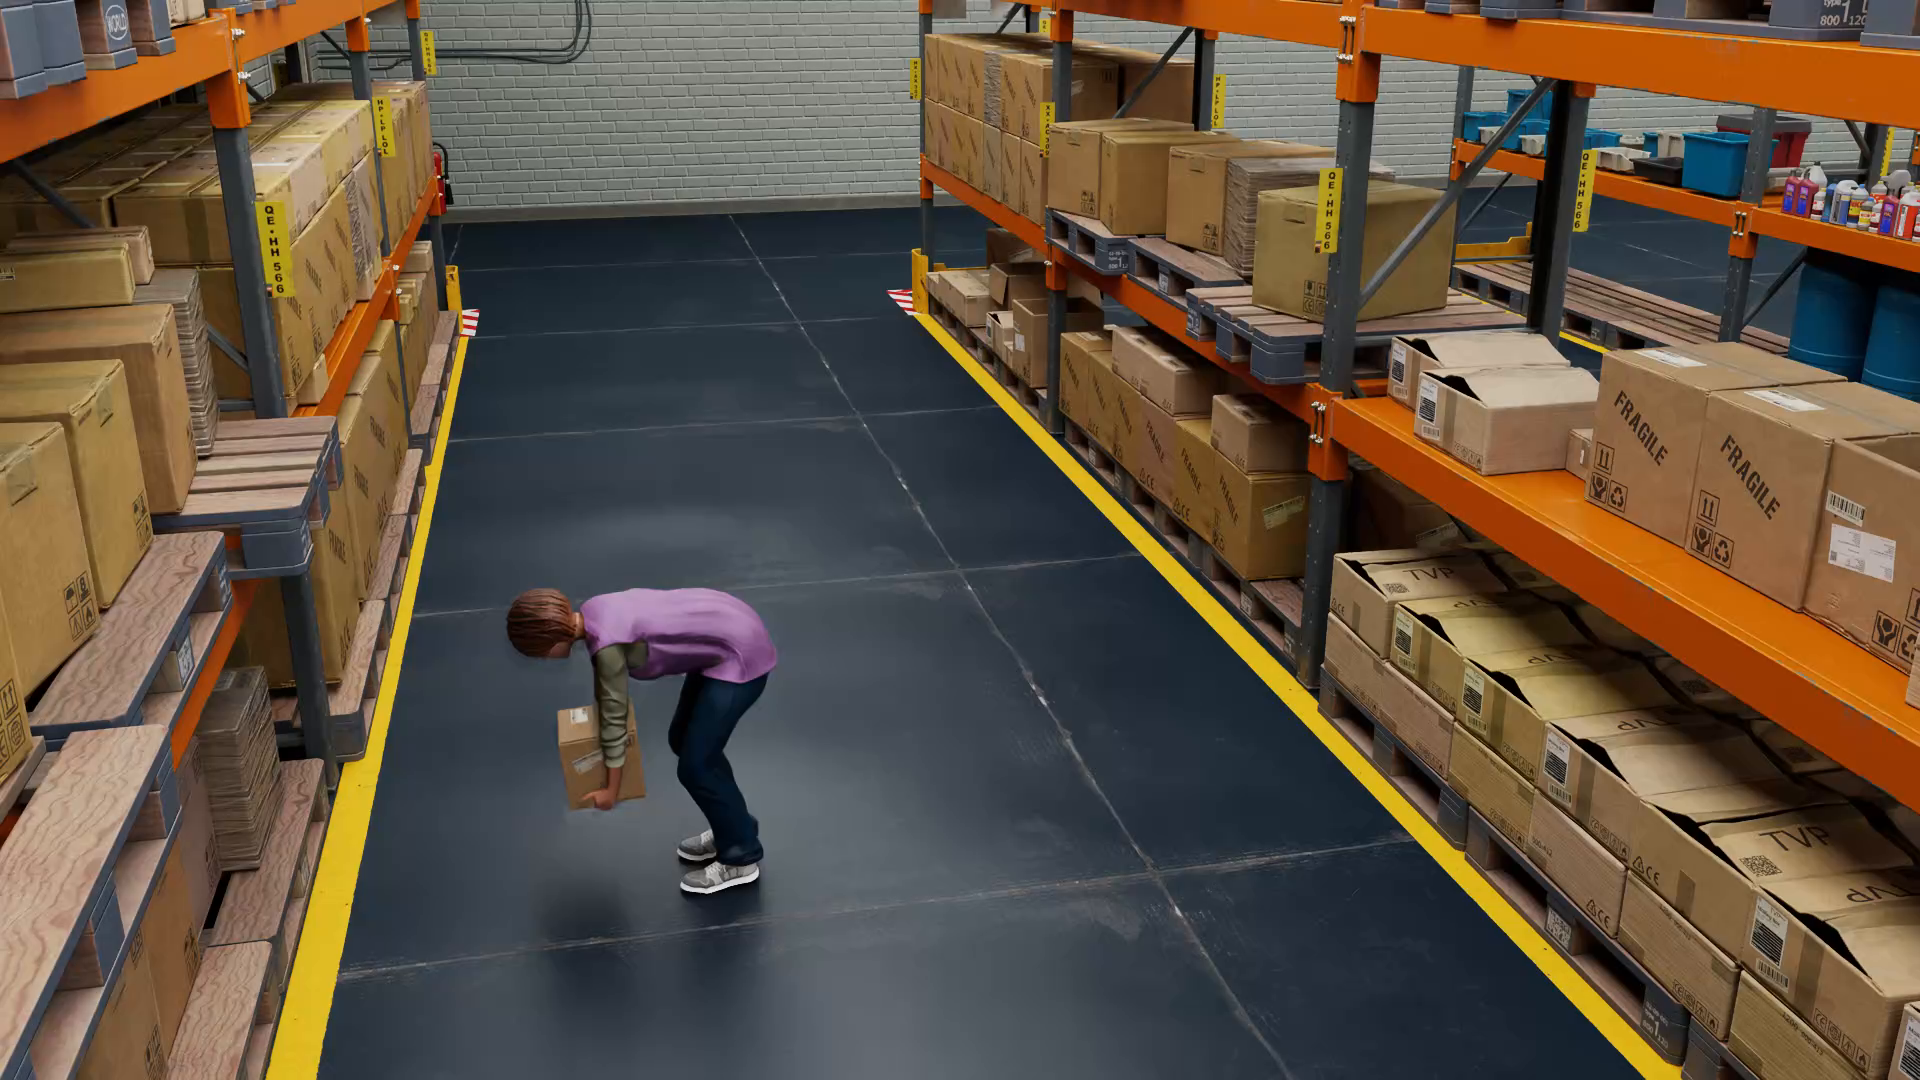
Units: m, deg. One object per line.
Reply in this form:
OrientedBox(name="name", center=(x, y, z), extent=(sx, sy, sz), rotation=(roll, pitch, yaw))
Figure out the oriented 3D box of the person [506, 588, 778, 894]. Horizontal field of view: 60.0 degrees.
OrientedBox(name="person", center=(-1.030, 0.648, 5.543), extent=(0.858, 1.093, 0.387), rotation=(-5, 21, -14))
